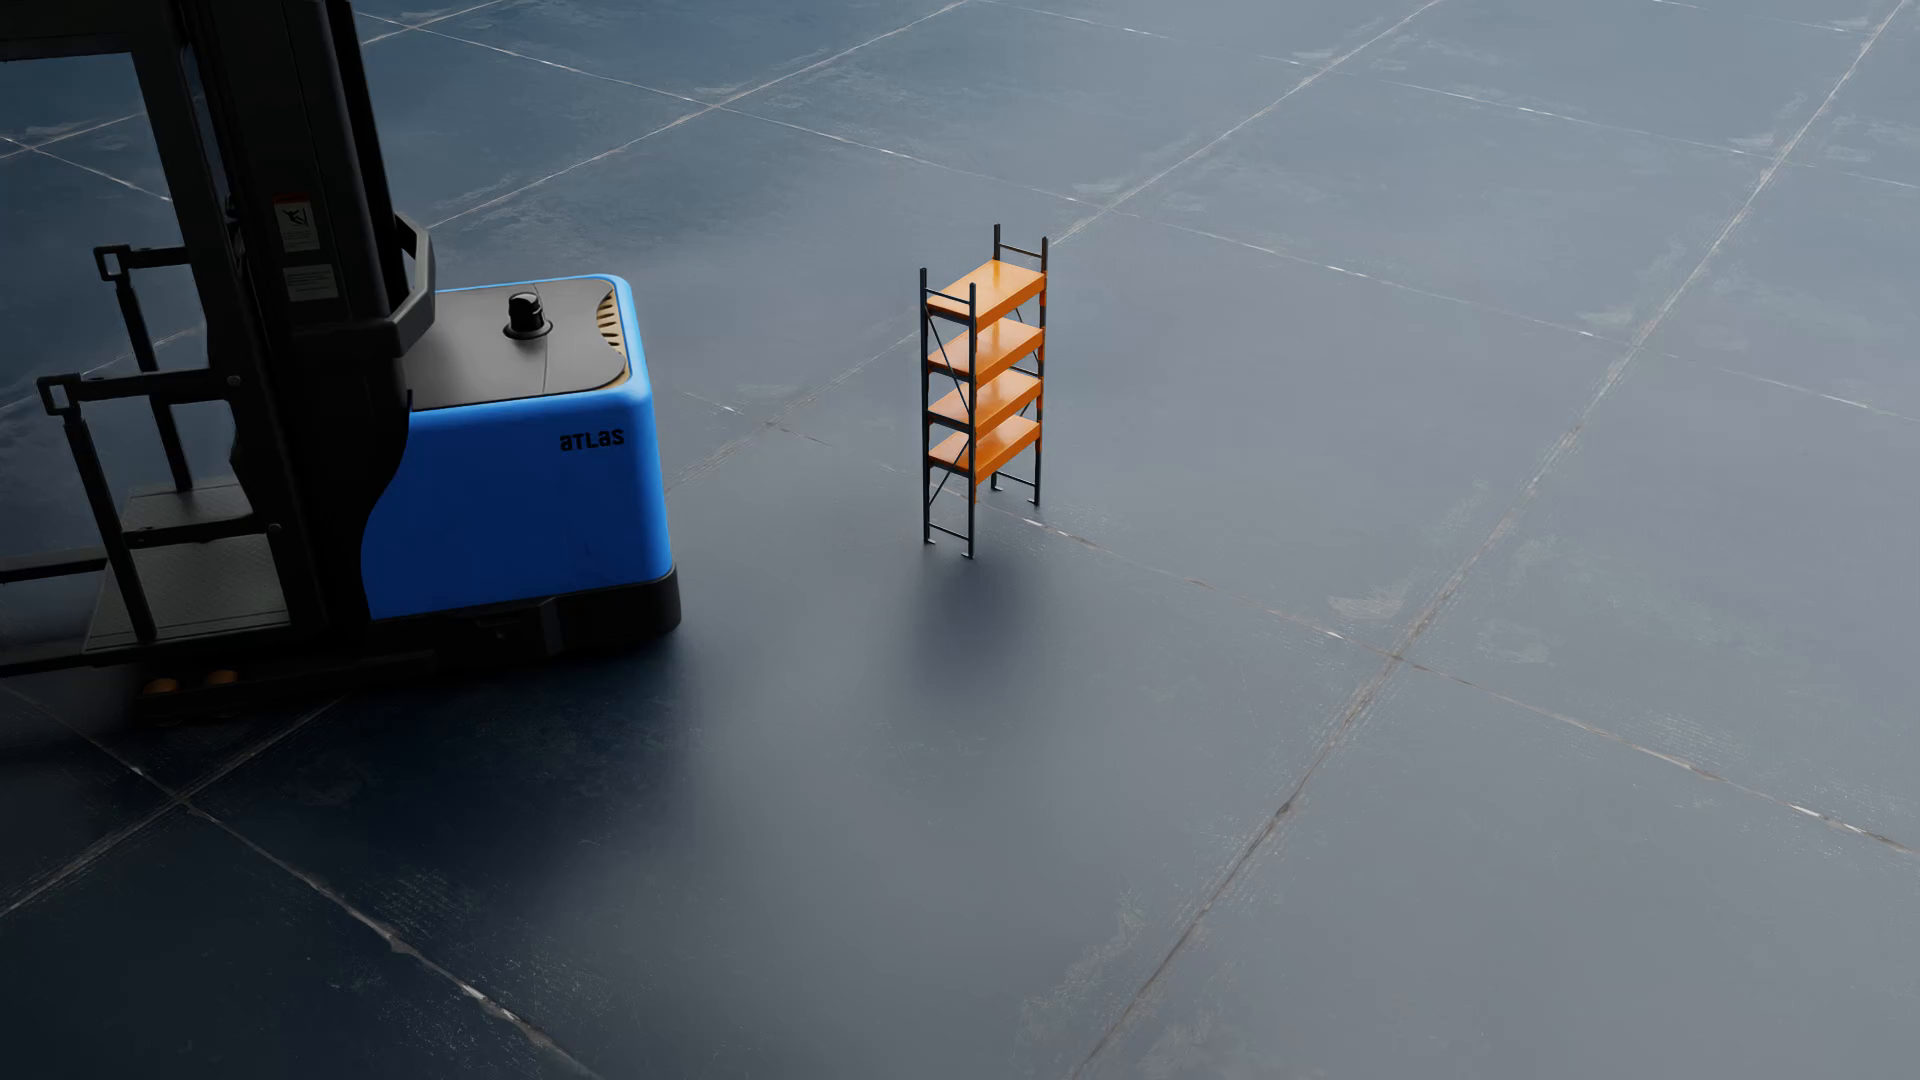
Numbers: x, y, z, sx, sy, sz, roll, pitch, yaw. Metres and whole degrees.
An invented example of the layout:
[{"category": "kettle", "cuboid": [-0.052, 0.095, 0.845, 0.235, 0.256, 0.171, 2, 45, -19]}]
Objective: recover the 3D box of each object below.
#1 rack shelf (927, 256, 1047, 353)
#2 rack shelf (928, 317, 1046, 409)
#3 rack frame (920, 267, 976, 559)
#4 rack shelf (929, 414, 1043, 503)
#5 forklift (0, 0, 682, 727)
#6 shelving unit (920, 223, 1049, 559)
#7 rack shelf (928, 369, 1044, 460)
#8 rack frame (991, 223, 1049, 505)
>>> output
[{"category": "rack shelf", "cuboid": [0.094, -0.899, 6.306, 0.258, 0.148, 0.480, 21, 39, 28]}, {"category": "rack shelf", "cuboid": [0.094, -0.703, 6.439, 0.258, 0.148, 0.480, 21, 39, 28]}, {"category": "rack frame", "cuboid": [-0.045, -0.461, 6.360, 0.240, 1.200, 0.015, 21, 39, 28]}, {"category": "rack shelf", "cuboid": [0.094, -0.353, 6.675, 0.258, 0.148, 0.480, 21, 39, 28]}, {"category": "forklift", "cuboid": [-2.610, -0.893, 5.453, 3.031, 2.935, 1.130, -8, 35, -12]}, {"category": "shelving unit", "cuboid": [0.094, -0.573, 6.527, 0.258, 1.200, 0.503, 21, 39, 28]}, {"category": "rack shelf", "cuboid": [0.094, -0.517, 6.564, 0.258, 0.148, 0.480, 21, 39, 28]}, {"category": "rack frame", "cuboid": [0.234, -0.685, 6.693, 0.240, 1.200, 0.015, 21, 39, 28]}]
